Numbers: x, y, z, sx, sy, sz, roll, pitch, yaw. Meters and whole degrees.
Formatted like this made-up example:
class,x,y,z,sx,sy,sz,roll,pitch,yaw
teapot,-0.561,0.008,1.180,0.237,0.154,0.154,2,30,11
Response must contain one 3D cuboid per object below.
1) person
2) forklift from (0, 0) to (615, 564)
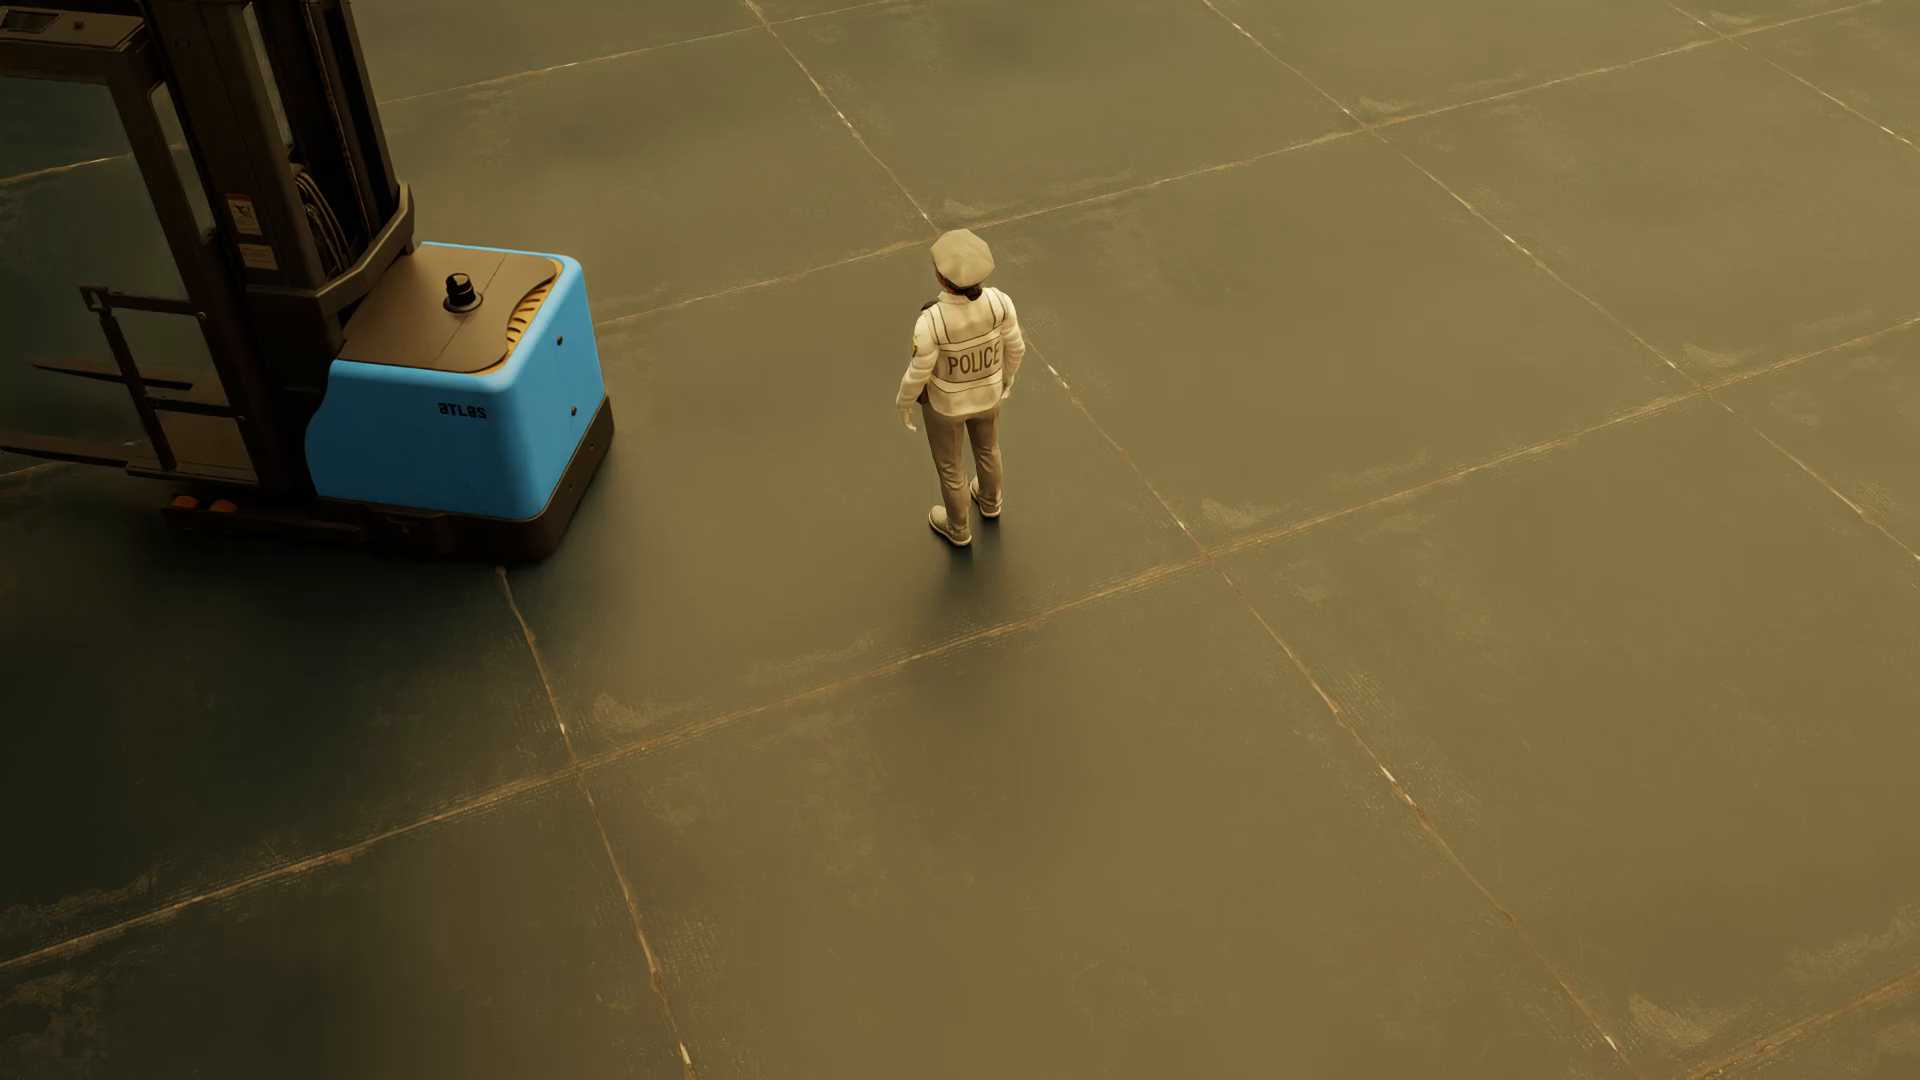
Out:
class,x,y,z,sx,sy,sz,roll,pitch,yaw
person,-0.022,-0.668,7.292,0.587,1.696,0.534,-18,46,-18
forklift,-3.291,-1.445,7.228,3.031,2.935,1.130,7,43,7
